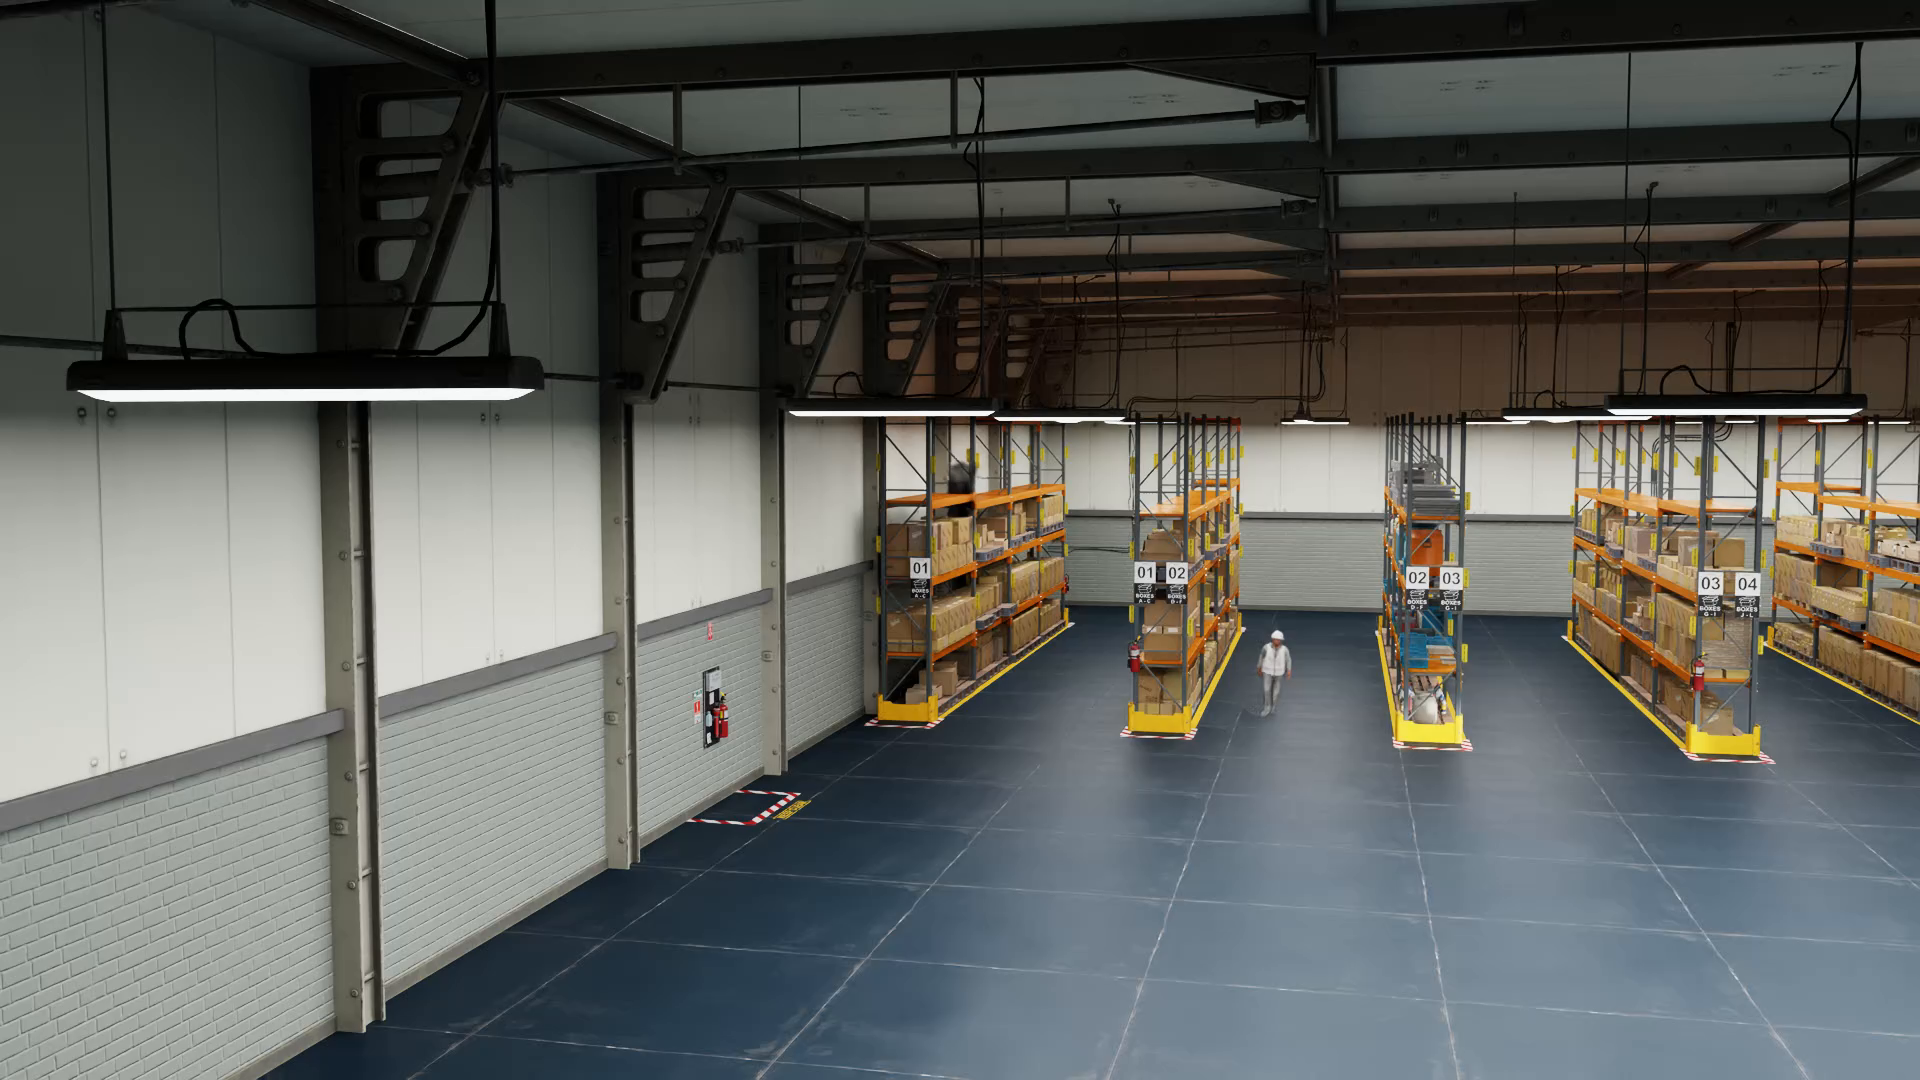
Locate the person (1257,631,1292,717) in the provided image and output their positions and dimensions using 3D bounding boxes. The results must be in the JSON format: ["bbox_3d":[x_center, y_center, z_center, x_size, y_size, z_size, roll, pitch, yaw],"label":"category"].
[{"bbox_3d":[6.244,2.637,32.994,0.627,1.724,0.782,0,4,-1],"label":"person"}]
